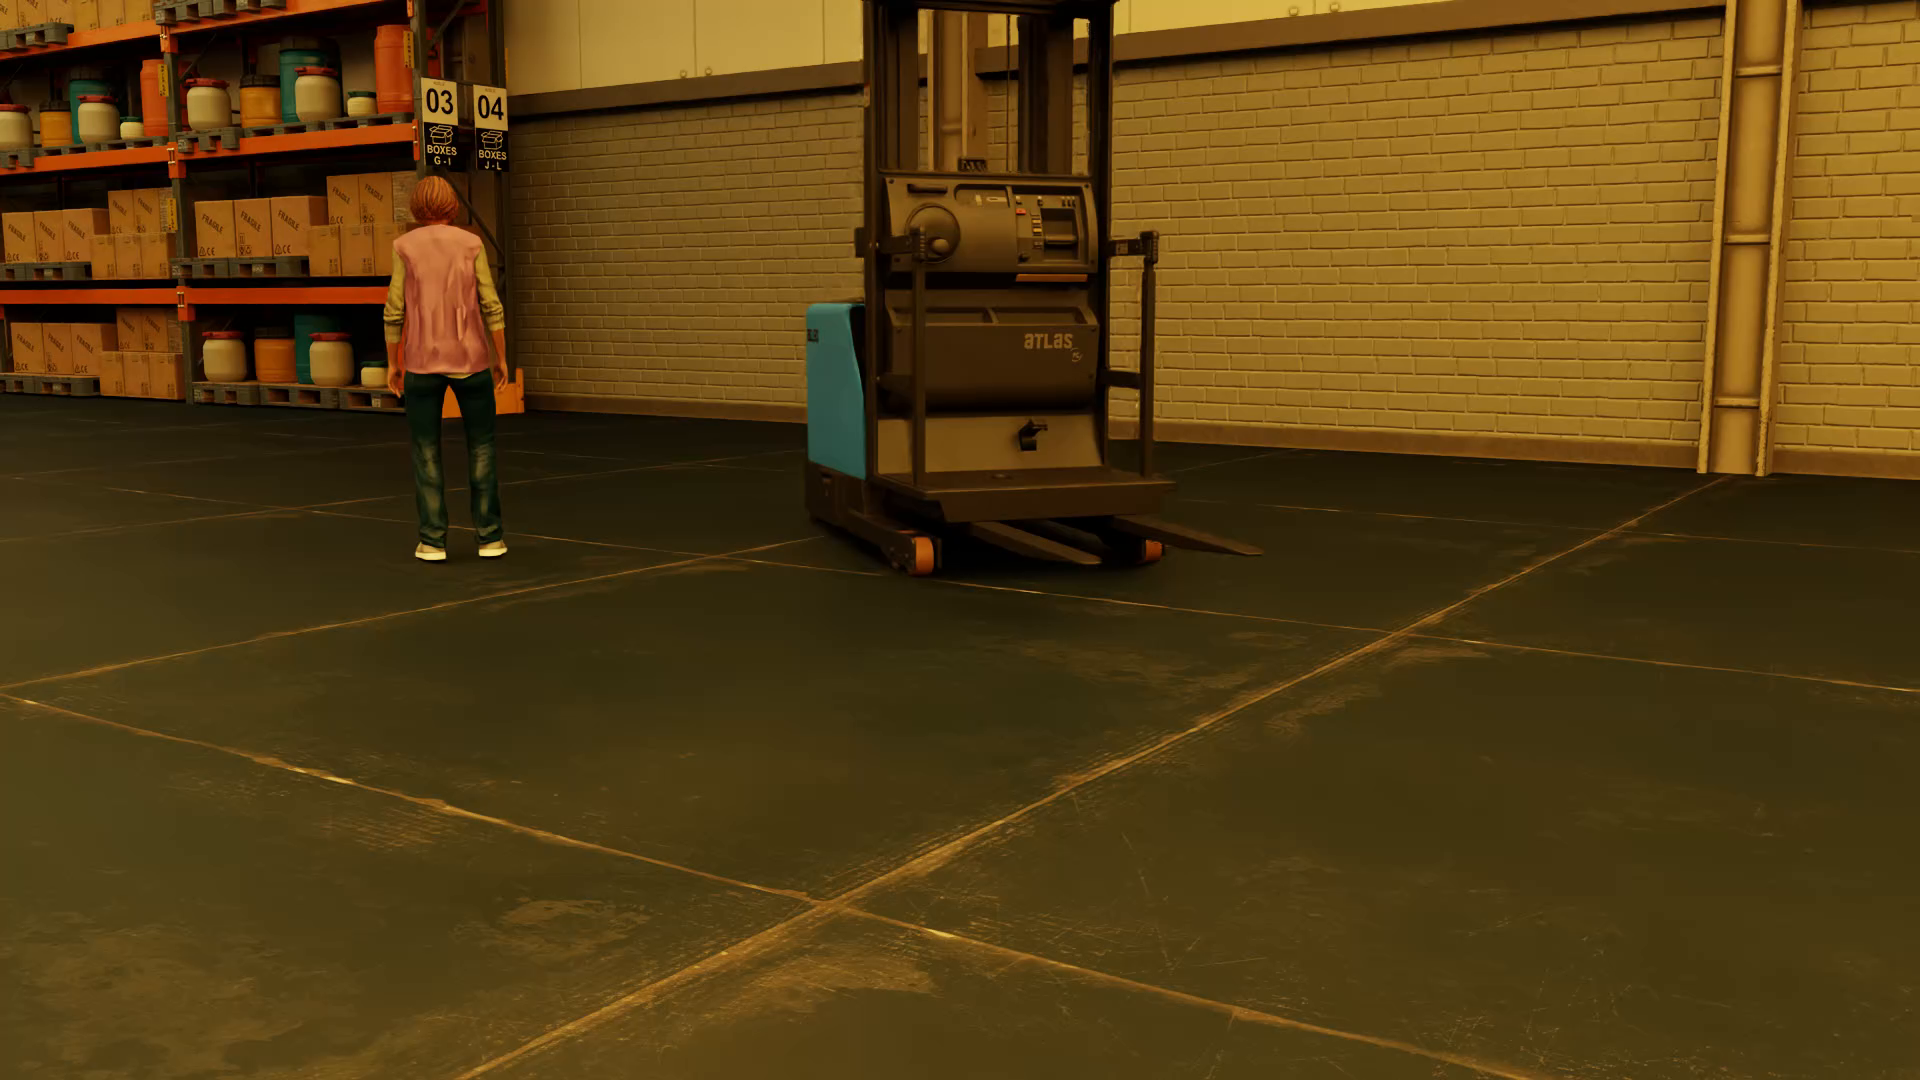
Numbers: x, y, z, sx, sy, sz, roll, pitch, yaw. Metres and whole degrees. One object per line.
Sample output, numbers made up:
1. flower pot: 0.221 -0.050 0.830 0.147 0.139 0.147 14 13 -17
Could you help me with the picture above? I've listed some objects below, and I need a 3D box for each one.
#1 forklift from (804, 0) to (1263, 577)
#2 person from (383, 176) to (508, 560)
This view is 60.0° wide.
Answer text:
1. forklift: 0.213 -1.369 6.819 1.130 2.935 3.031 -3 9 -20
2. person: -2.137 -0.708 6.934 0.491 1.592 0.357 -2 8 -17
